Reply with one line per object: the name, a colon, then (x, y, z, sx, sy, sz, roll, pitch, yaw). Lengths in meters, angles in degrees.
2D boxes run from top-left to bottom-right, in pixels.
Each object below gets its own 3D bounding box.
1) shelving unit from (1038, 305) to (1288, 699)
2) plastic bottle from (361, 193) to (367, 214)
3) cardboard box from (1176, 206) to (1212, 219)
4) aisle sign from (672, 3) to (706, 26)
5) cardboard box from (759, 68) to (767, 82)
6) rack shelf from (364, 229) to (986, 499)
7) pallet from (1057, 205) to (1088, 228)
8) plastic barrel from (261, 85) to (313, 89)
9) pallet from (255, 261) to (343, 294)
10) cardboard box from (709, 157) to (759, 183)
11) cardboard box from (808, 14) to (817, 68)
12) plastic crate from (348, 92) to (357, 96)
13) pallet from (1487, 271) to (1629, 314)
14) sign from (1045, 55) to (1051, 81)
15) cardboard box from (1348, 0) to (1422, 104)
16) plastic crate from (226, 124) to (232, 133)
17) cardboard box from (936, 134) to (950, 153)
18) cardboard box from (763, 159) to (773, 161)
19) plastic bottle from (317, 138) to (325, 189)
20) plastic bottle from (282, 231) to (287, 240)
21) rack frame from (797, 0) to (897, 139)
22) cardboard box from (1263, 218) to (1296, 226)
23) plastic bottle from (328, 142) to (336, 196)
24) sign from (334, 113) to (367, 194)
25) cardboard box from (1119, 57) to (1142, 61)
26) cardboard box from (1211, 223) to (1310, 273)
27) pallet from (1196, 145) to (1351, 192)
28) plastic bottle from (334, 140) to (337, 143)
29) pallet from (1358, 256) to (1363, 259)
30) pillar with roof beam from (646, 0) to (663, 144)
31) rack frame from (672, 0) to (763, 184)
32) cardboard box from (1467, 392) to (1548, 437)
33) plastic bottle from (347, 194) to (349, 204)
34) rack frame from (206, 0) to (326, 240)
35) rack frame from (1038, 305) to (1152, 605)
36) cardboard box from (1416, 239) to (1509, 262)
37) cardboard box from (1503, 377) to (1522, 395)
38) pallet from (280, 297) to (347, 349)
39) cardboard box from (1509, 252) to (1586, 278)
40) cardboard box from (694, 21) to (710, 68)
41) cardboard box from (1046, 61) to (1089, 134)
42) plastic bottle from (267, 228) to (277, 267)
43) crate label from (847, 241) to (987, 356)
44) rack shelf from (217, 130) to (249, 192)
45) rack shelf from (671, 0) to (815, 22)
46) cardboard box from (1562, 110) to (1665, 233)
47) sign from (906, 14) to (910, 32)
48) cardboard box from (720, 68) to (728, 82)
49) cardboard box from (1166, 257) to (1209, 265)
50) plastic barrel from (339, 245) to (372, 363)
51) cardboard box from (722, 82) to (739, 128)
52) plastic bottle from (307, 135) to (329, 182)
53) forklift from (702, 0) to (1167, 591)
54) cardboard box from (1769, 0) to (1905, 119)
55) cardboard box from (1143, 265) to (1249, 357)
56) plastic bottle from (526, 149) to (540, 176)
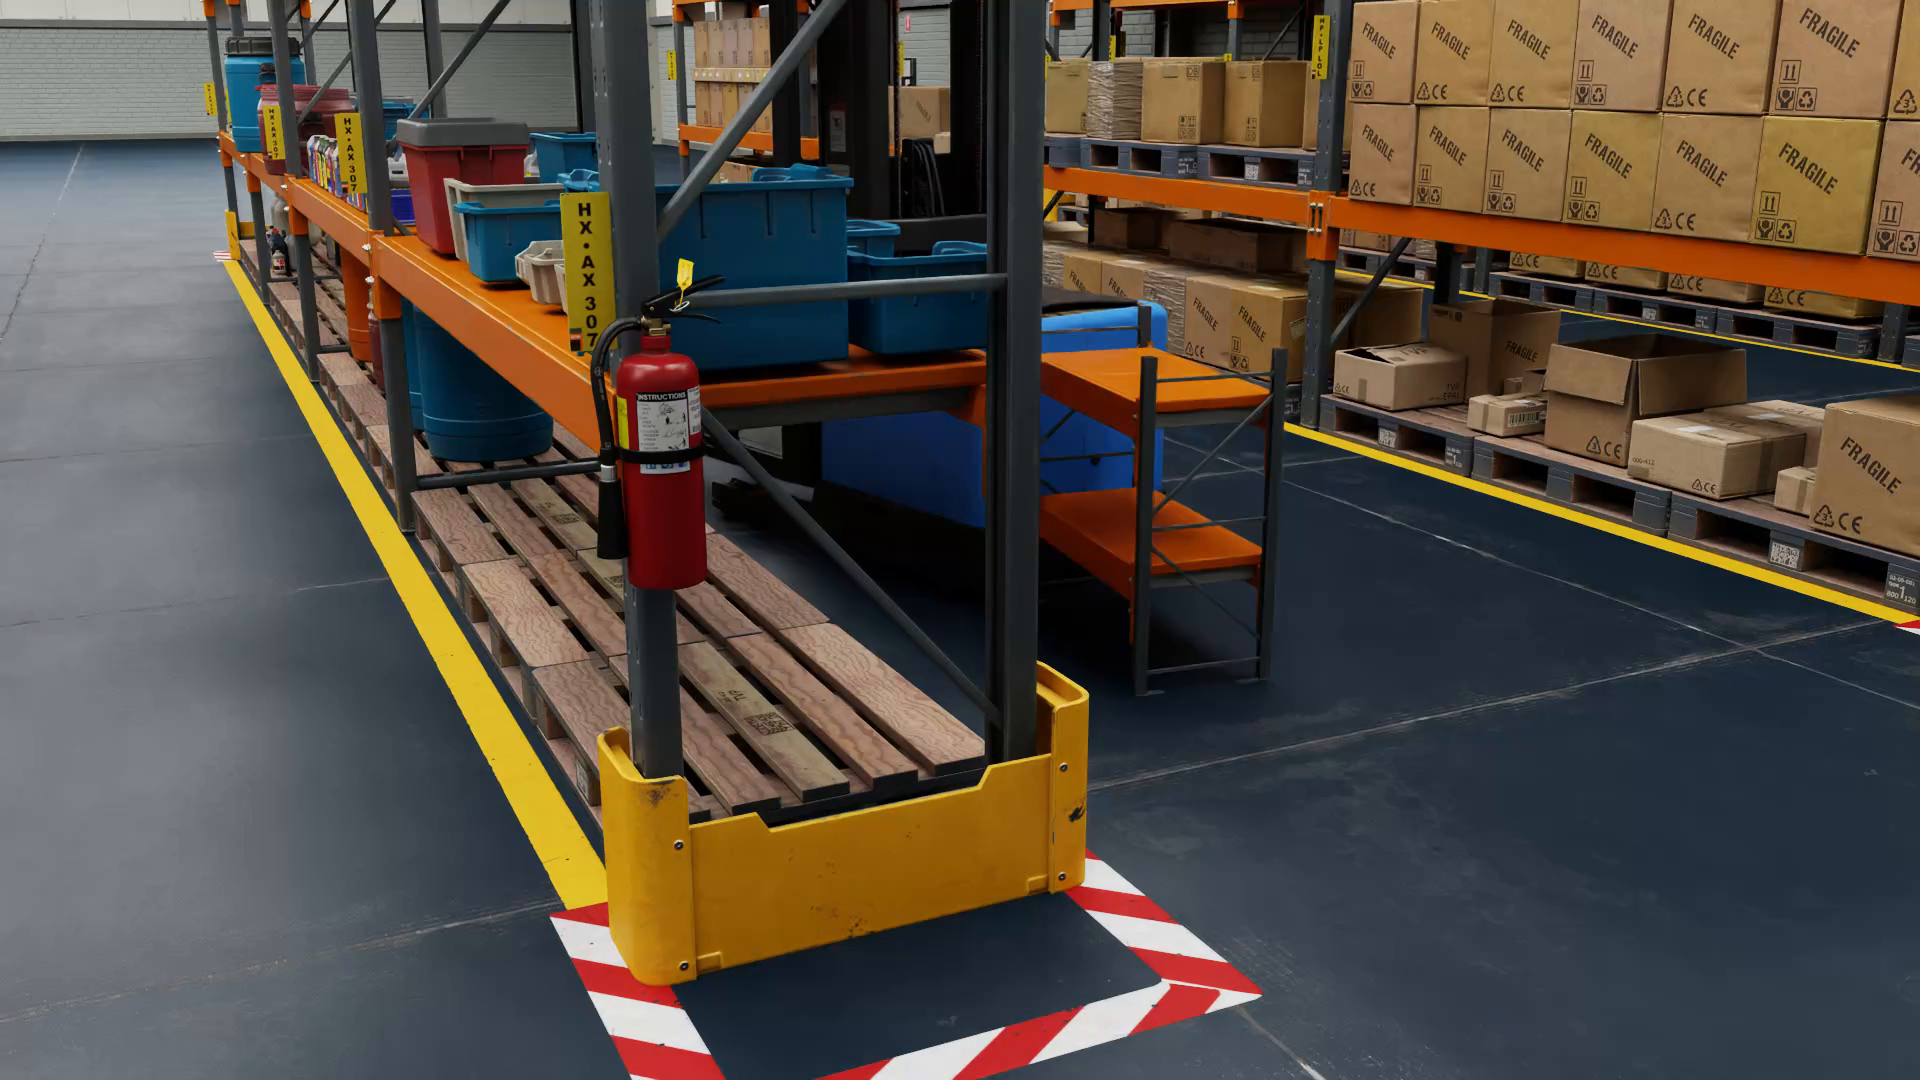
shelving unit: (0.639, -0.181, 5.841, 0.538, 1.125, 1.048, -5, 17, -18)
plastic bottle: (-2.812, -1.750, 8.000, 0.144, 0.351, 0.185, -8, 18, -25)
cardboard box: (2.876, -3.983, 19.425, 0.500, 0.500, 0.500, -9, 18, -29)
aisle sign: (-3.142, -6.341, 19.197, 0.394, 0.787, 0.004, -8, 18, -25)
cardboard box: (-1.841, -4.775, 17.093, 0.380, 0.149, 0.250, -8, 18, -25)
rack shelf: (-1.159, -0.698, 5.548, 1.077, 0.370, 4.000, -8, 18, -25)
pallet: (1.971, -4.147, 21.319, 1.003, 0.211, 1.213, -8, 18, -25)
plastic barrel: (-4.996, -3.143, 12.517, 0.433, 0.535, 0.433, 0, 16, 0)
pallet: (-5.796, -2.354, 15.072, 1.003, 0.211, 1.213, -8, 18, -25)
cardboard box: (-2.582, -4.070, 18.858, 0.500, 0.500, 0.500, -8, 18, -25)
cardboard box: (-1.285, -4.902, 16.360, 0.700, 0.500, 0.500, -8, 18, -25)
plastic crate: (-5.052, -3.471, 13.791, 0.402, 0.464, 0.583, -8, 18, -25)
pallet: (5.396, -2.183, 14.476, 1.003, 0.211, 1.213, -8, 18, -25)
sign: (1.126, -6.062, 21.369, 0.100, 0.325, 0.005, -8, 18, -25)
cardboard box: (2.373, -2.515, 8.582, 0.500, 0.500, 0.500, -7, 17, -23)
plastic crate: (-7.189, -4.127, 16.673, 0.298, 0.136, 0.250, -8, 18, -25)
cardboard box: (0.025, -3.198, 13.411, 0.380, 0.149, 0.250, -8, 18, -25)
cardboard box: (-1.884, -4.010, 18.650, 0.500, 0.500, 0.500, -8, 18, -25)
plastic bottle: (-3.668, -2.175, 9.604, 0.061, 0.283, 0.133, -8, 18, -25)
plastic bottle: (-6.225, -2.700, 15.349, 0.061, 0.283, 0.133, -8, 18, -25)
rack frame: (-1.085, -4.121, 16.172, 1.000, 3.000, 0.127, -8, 18, -25)
cardboard box: (3.704, -3.550, 17.916, 0.700, 0.500, 0.500, -7, 17, -23)
plastic bottle: (-3.423, -2.037, 9.121, 0.061, 0.283, 0.133, -8, 18, -25)
sign: (-2.530, -1.606, 6.909, 0.100, 0.325, 0.005, -8, 18, -25)
cardboard box: (2.218, -5.476, 19.771, 0.500, 0.500, 0.500, -7, 17, -23)
cardboard box: (1.989, -1.905, 10.825, 0.500, 0.250, 0.500, -8, 18, -25)
pallet: (2.168, -2.256, 10.022, 1.003, 0.211, 1.213, -8, 18, -25)
plastic bottle: (-3.604, -2.184, 9.655, 0.097, 0.271, 0.097, 0, 16, 0)
pallet: (3.709, -3.187, 17.974, 1.003, 0.211, 1.213, -8, 18, -25)
pillar with roof beam: (-11.686, -13.957, 39.574, 9.100, 9.000, 0.400, -8, 18, -25)
rack frame: (-2.837, -5.112, 19.628, 1.000, 3.000, 0.127, -8, 18, -25)
cardboard box: (2.797, -0.643, 8.392, 0.380, 0.166, 0.250, -8, 18, -25)
plastic bottle: (-3.115, -1.834, 8.565, 0.097, 0.201, 0.097, 0, 16, 0)
rack frame: (-7.292, -4.515, 17.545, 1.000, 3.000, 0.127, -8, 18, -25)
rack frame: (0.476, -0.314, 6.304, 0.500, 1.125, 0.032, -5, 17, -18)
cardboard box: (4.756, -2.911, 15.689, 0.700, 0.500, 0.500, -7, 18, -24)
cardboard box: (3.143, -0.785, 8.920, 0.380, 0.149, 0.250, -8, 18, -25)
pallet: (-4.622, -1.690, 12.756, 1.003, 0.211, 1.213, -8, 18, -25)
cardboard box: (5.323, -2.699, 14.353, 0.750, 0.750, 0.750, -8, 18, -26)
cardboard box: (-2.621, -5.654, 18.981, 0.700, 0.500, 0.500, -8, 18, -25)
cardboard box: (1.045, -3.236, 12.147, 0.500, 0.500, 0.700, 15, 22, 42)
plastic bottle: (-6.165, -2.634, 14.995, 0.144, 0.351, 0.185, -9, 18, -28)
crate label: (-0.095, -0.597, 4.087, 0.416, 0.233, 0.303, -8, 18, -25)
rack shelf: (-6.416, -3.673, 15.917, 1.077, 0.370, 4.000, -8, 18, -25)
rack shelf: (-1.961, -5.713, 17.585, 1.077, 0.370, 4.000, -8, 18, -25)
cardboard box: (3.066, -1.649, 7.377, 0.500, 0.500, 0.500, -8, 18, -26)
sign: (-0.893, -8.876, 28.541, 0.001, 0.298, 0.199, -8, 18, -25)
cardboard box: (-2.405, -5.093, 18.204, 0.380, 0.149, 0.250, -8, 18, -27)
cardboard box: (1.750, -1.677, 11.392, 0.500, 0.500, 0.500, -8, 18, -27)
plastic barrel: (-3.557, -1.571, 10.459, 0.600, 0.830, 0.708, -8, 18, -25)
cardboard box: (-2.198, -4.790, 18.322, 0.700, 0.500, 0.500, -8, 18, -25)
plastic bottle: (-3.888, -2.325, 10.140, 0.152, 0.276, 0.135, -8, 18, -25)
forklift: (-0.483, -1.551, 7.343, 1.130, 2.935, 3.031, -13, 21, -38)
cardboard box: (3.508, -1.876, 6.356, 0.500, 0.500, 0.500, -7, 17, -23)
cardboard box: (1.518, -1.483, 10.713, 0.500, 0.500, 0.500, -7, 18, -24)
plastic bottle: (-1.915, -1.652, 7.659, 0.144, 0.351, 0.185, -8, 18, -25)
